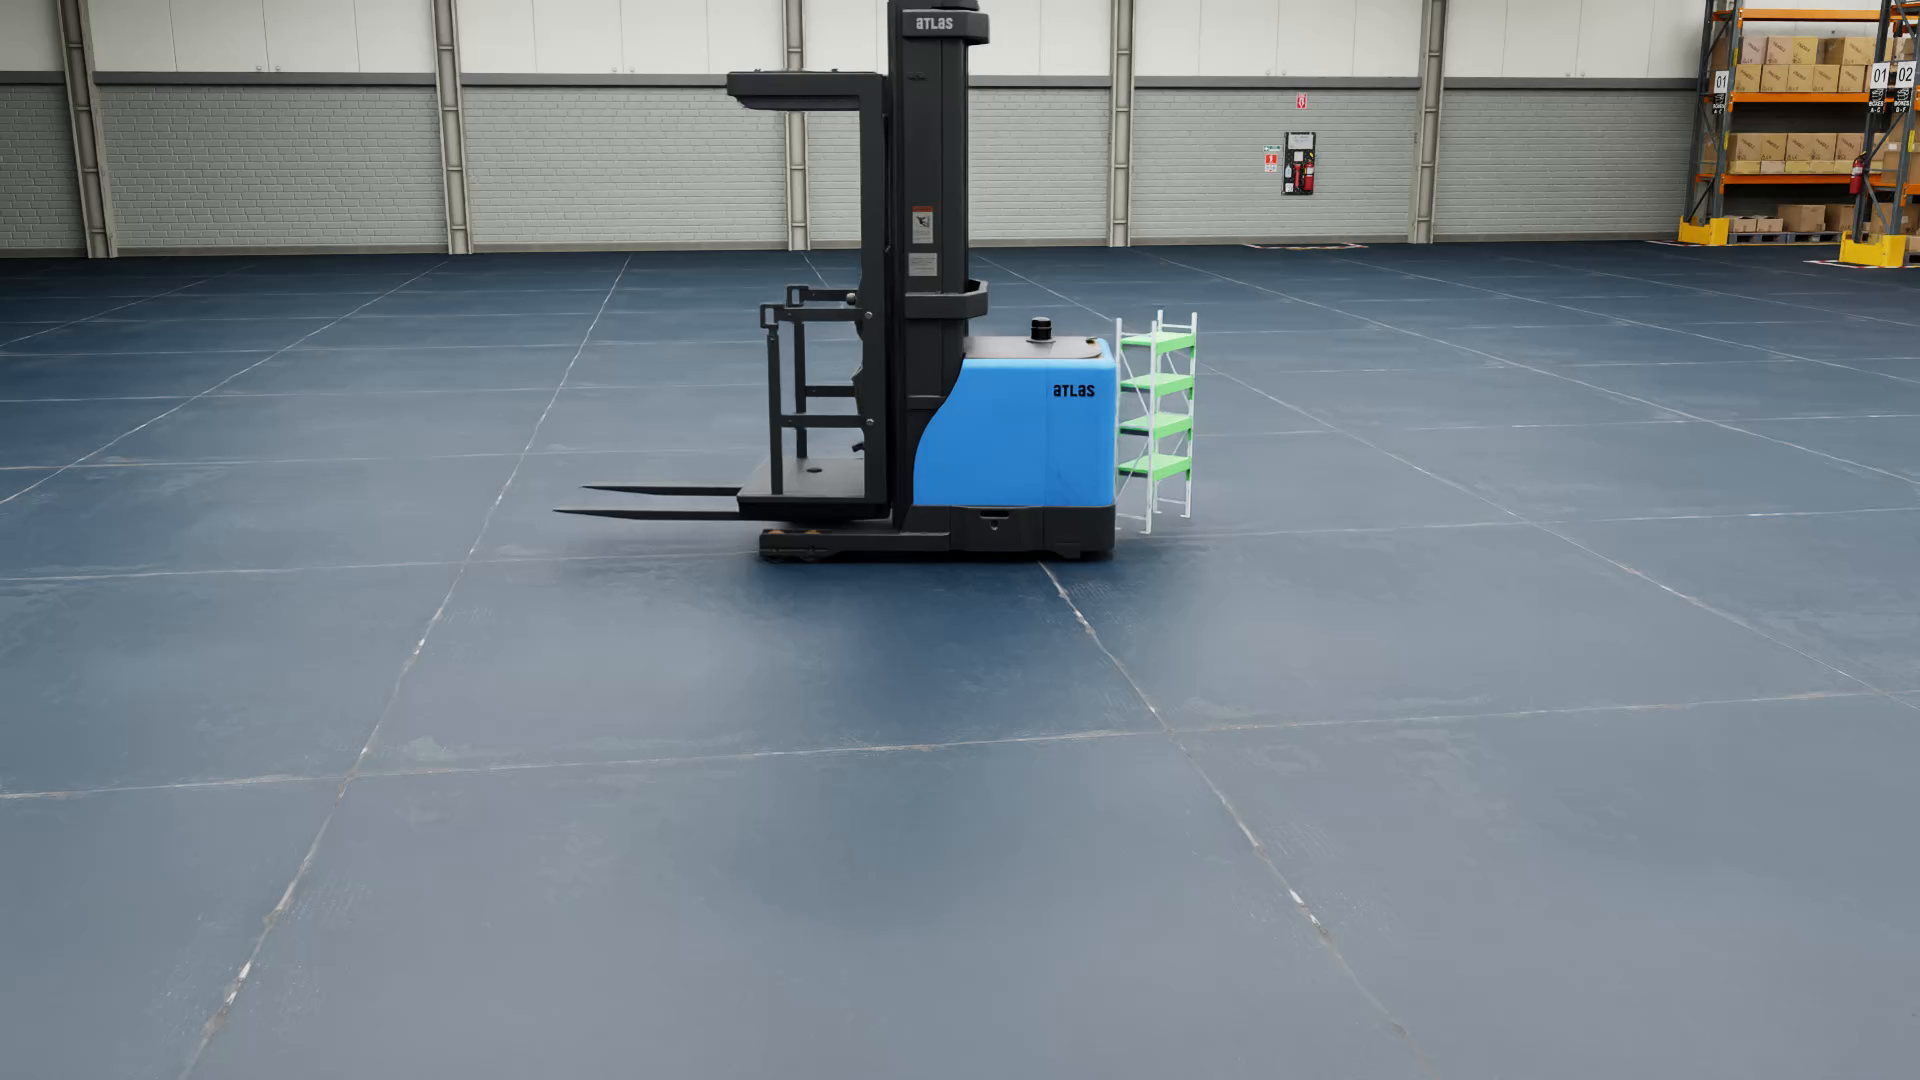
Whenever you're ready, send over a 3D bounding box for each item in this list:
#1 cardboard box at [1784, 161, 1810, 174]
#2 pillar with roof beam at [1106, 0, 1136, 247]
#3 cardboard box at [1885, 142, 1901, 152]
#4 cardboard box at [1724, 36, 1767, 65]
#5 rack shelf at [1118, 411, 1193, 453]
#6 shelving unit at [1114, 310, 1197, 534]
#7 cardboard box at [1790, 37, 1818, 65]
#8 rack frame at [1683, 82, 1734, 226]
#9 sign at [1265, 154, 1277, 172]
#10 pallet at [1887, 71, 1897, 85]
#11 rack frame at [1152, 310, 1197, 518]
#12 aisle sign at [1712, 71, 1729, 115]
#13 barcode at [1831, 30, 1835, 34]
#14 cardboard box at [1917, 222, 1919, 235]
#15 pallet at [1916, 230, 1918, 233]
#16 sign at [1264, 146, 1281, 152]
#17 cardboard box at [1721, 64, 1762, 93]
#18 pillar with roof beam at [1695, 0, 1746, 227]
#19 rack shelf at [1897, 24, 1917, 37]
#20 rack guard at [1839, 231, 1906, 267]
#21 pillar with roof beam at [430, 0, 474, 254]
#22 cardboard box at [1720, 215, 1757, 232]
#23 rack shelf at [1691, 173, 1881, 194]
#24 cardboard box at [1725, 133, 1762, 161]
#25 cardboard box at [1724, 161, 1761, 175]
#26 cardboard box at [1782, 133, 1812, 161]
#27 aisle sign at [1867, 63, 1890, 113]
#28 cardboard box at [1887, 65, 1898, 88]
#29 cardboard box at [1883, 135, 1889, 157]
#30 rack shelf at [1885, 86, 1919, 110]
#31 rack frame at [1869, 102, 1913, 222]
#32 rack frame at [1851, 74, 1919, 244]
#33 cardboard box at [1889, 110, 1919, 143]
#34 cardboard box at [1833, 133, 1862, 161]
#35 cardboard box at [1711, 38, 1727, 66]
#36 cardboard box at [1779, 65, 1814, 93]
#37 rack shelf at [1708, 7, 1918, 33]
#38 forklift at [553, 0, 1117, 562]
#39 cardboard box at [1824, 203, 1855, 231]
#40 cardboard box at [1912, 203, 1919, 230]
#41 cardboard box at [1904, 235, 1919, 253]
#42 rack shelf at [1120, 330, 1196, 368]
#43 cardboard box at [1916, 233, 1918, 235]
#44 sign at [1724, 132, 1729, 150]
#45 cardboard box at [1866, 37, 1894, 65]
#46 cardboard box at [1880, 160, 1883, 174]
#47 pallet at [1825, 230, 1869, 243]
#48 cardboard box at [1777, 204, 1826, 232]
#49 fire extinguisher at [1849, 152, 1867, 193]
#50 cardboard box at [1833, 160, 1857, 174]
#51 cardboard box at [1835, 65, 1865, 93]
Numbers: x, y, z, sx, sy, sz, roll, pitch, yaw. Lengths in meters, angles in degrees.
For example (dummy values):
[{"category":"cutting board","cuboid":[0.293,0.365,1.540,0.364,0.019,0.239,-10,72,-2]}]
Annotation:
[{"category":"cardboard box","cuboid":[15.830,-7.118,31.743,0.500,0.250,0.500,-2,14,-9]},{"category":"pillar with roof beam","cuboid":[3.623,-8.873,26.142,0.400,9.000,9.100,-2,14,-8]},{"category":"cardboard box","cuboid":[15.375,-6.432,27.200,0.250,0.149,0.380,-2,14,-9]},{"category":"cardboard box","cuboid":[14.701,-9.154,31.126,0.500,0.500,0.500,-3,14,-12]},{"category":"rack shelf","cuboid":[1.111,-0.619,9.527,0.258,0.148,0.480,9,17,33]},{"category":"shelving unit","cuboid":[1.111,-0.681,9.511,0.258,1.200,0.503,9,17,33]},{"category":"cardboard box","cuboid":[15.710,-9.181,31.235,0.500,0.500,0.500,-2,14,-7]},{"category":"rack frame","cuboid":[14.284,-7.200,31.804,0.127,3.000,1.000,-2,14,-8]},{"category":"sign","cuboid":[5.903,-7.158,31.562,0.234,0.329,0.001,-2,14,-8]},{"category":"pallet","cuboid":[15.729,-7.440,26.777,1.213,0.211,1.003,-2,14,-8]},{"category":"rack frame","cuboid":[1.249,-0.731,9.707,0.240,1.200,0.015,9,17,33]},{"category":"aisle sign","cuboid":[14.258,-8.386,31.190,0.004,0.787,0.394,-2,14,-8]},{"category":"barcode","cuboid":[16.801,-9.775,31.998,0.075,0.075,0.001,-2,14,-8]},{"category":"cardboard box","cuboid":[16.084,-5.227,27.184,0.500,0.500,0.500,-2,14,-8]},{"category":"pallet","cuboid":[19.009,-6.021,32.835,1.213,0.211,1.003,-2,14,-8]},{"category":"sign","cuboid":[5.909,-7.413,31.490,0.331,0.109,0.001,-2,14,-8]},{"category":"cardboard box","cuboid":[14.652,-8.665,31.233,0.500,0.500,0.500,-2,14,-7]},{"category":"pillar with roof beam","cuboid":[15.489,-9.308,27.876,0.400,9.000,9.100,-2,14,-8]},{"category":"rack shelf","cuboid":[20.217,-9.785,32.078,4.000,0.370,1.077,-2,14,-8]},{"category":"rack guard","cuboid":[15.002,-4.795,27.354,0.348,0.500,1.175,-2,14,-8]},{"category":"pillar with roof beam","cuboid":[-8.243,-8.438,24.408,0.400,9.000,9.100,-2,14,-8]},{"category":"cardboard box","cuboid":[14.982,-6.113,32.091,0.500,0.311,0.500,-4,15,-15]},{"category":"rack shelf","cuboid":[16.262,-6.924,32.181,4.000,0.370,1.077,-2,14,-8]},{"category":"cardboard box","cuboid":[14.801,-7.446,31.510,0.500,0.500,0.500,-2,14,-8]},{"category":"cardboard box","cuboid":[14.814,-7.078,31.586,0.500,0.250,0.500,-3,14,-10]},{"category":"cardboard box","cuboid":[15.803,-7.479,31.640,0.500,0.500,0.500,-3,14,-10]},{"category":"aisle sign","cuboid":[14.917,-7.338,27.009,0.004,0.787,0.394,-2,14,-8]},{"category":"cardboard box","cuboid":[17.775,-8.780,31.692,0.500,0.500,0.500,-2,14,-7]},{"category":"cardboard box","cuboid":[17.818,-7.554,31.942,0.500,0.500,0.500,-2,14,-8]},{"category":"rack shelf","cuboid":[17.004,-7.187,27.065,4.000,0.370,1.077,-2,14,-8]},{"category":"rack frame","cuboid":[18.240,-7.345,32.382,0.127,3.000,1.000,-2,14,-8]},{"category":"rack frame","cuboid":[15.026,-6.009,27.053,0.127,3.000,1.000,-2,14,-8]},{"category":"cardboard box","cuboid":[15.542,-6.702,26.946,0.500,0.500,0.700,-2,14,-8]},{"category":"cardboard box","cuboid":[16.826,-7.519,31.802,0.500,0.500,0.500,-3,14,-10]},{"category":"cardboard box","cuboid":[14.672,-9.277,31.616,0.500,0.500,0.500,-1,14,-6]},{"category":"cardboard box","cuboid":[15.701,-8.696,31.356,0.500,0.500,0.500,-1,14,-6]},{"category":"rack shelf","cuboid":[16.262,-9.832,31.451,4.000,0.370,1.077,-2,14,-8]},{"category":"forklift","cuboid":[-0.676,-1.433,8.947,3.031,2.935,1.130,1,14,2]},{"category":"cardboard box","cuboid":[17.219,-6.299,32.444,0.500,0.500,0.500,-3,14,-13]},{"category":"cardboard box","cuboid":[18.965,-6.377,32.755,0.500,0.500,0.700,-2,14,-6]},{"category":"cardboard box","cuboid":[15.589,-4.845,27.201,0.500,0.250,0.500,-2,14,-8]},{"category":"rack shelf","cuboid":[1.111,-1.085,9.410,0.258,0.148,0.480,9,17,33]},{"category":"cardboard box","cuboid":[16.005,-4.990,27.782,0.500,0.250,0.500,-2,14,-8]},{"category":"sign","cuboid":[14.365,-7.490,31.179,0.005,0.325,0.100,-2,14,-8]},{"category":"cardboard box","cuboid":[17.241,-9.237,31.459,0.500,0.500,0.500,-1,14,-5]},{"category":"cardboard box","cuboid":[17.816,-7.192,32.039,0.500,0.250,0.500,-2,14,-8]},{"category":"pallet","cuboid":[17.581,-5.960,32.590,1.213,0.211,1.003,-2,14,-8]},{"category":"cardboard box","cuboid":[16.279,-6.240,32.209,0.500,0.500,0.700,-3,14,-12]},{"category":"fire extinguisher","cuboid":[14.840,-6.079,27.491,0.183,0.674,0.296,-2,14,-8]},{"category":"cardboard box","cuboid":[16.828,-7.154,31.887,0.500,0.250,0.500,-2,14,-9]},{"category":"cardboard box","cuboid":[16.733,-8.736,31.515,0.500,0.500,0.500,-3,14,-11]}]
